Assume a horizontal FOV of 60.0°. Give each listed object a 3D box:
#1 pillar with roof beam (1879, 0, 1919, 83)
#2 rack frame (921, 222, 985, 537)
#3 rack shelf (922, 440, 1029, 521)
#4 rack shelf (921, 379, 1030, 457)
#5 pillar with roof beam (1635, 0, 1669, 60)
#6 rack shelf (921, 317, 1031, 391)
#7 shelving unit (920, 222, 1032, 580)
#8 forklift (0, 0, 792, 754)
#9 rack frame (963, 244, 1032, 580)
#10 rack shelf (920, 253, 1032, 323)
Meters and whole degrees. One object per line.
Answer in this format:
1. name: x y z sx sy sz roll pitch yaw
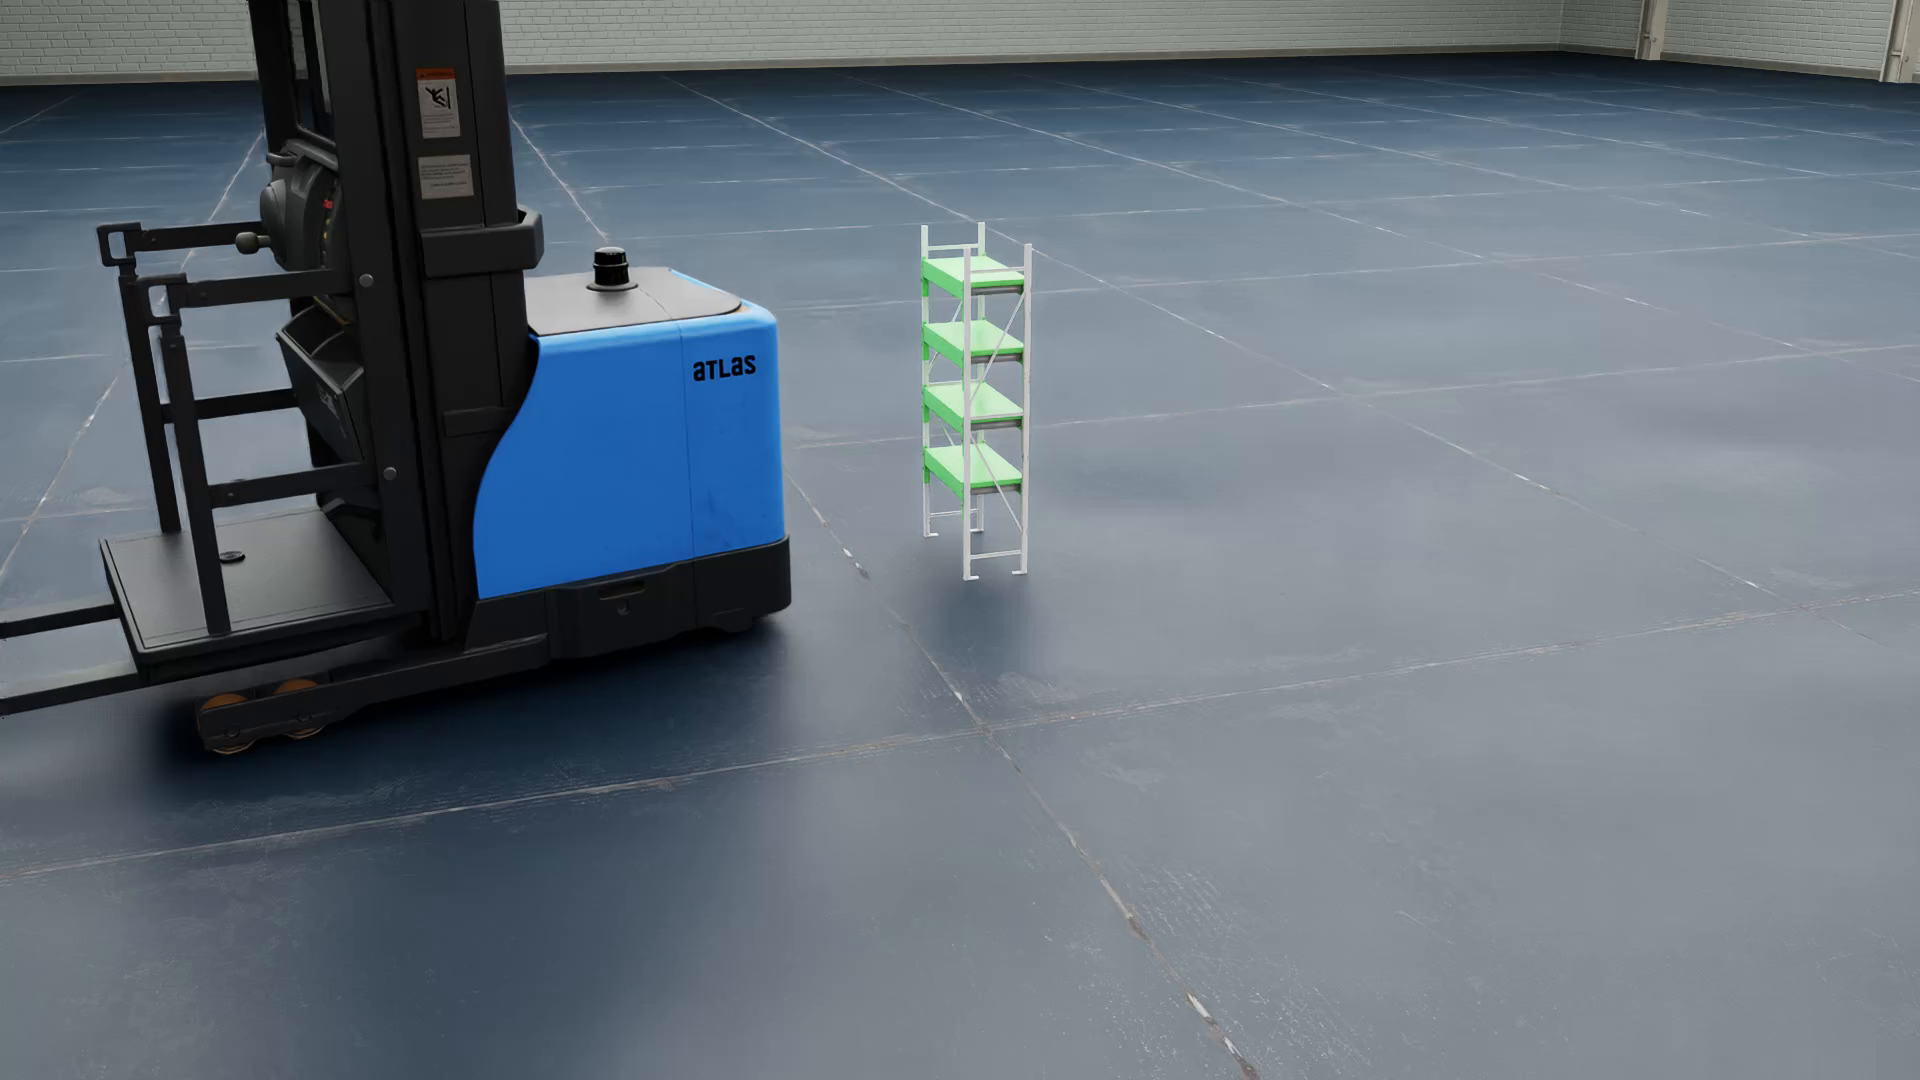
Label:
1. pillar with roof beam: 11.392 -11.354 24.714 9.100 9.000 0.400 -6 21 -17
2. rack frame: -0.025 -0.590 6.284 0.240 1.200 0.015 -6 21 -17
3. rack shelf: 0.052 -0.226 6.169 0.258 0.148 0.480 -6 21 -17
4. rack shelf: 0.052 -0.451 6.087 0.258 0.148 0.480 -6 21 -17
5. pillar with roof beam: 9.507 -13.279 30.074 9.100 9.000 0.400 -6 21 -17
6. rack shelf: 0.052 -0.677 6.006 0.258 0.148 0.480 -6 21 -17
7. shelving unit: 0.052 -0.512 6.066 0.258 1.200 0.503 -6 21 -17
8. forklift: -2.097 -0.975 4.795 3.031 2.935 1.130 -12 23 -29
9. rack frame: 0.129 -0.433 5.848 0.240 1.200 0.015 -6 21 -17
10. rack shelf: 0.052 -0.903 5.925 0.258 0.148 0.480 -6 21 -17
